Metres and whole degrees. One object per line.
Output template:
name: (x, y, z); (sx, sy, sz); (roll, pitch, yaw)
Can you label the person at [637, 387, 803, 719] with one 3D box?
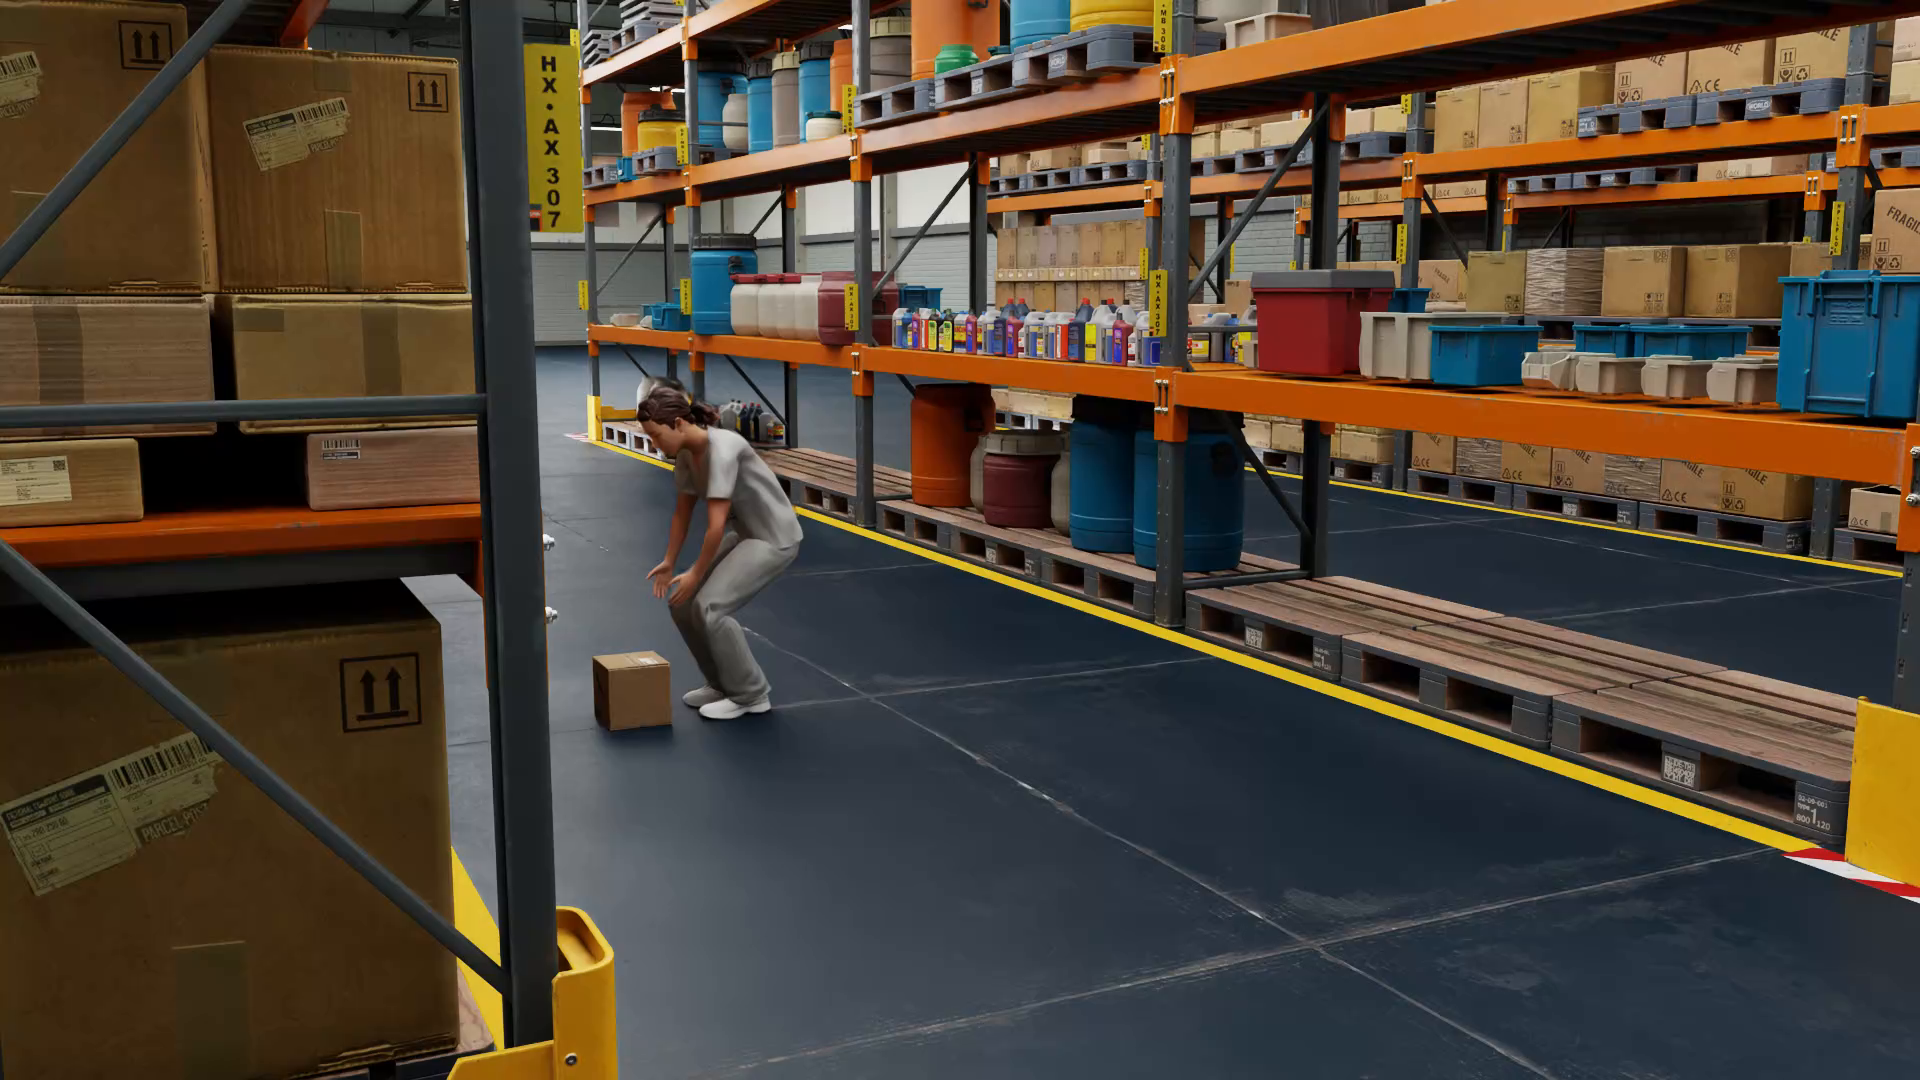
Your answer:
person: (-0.958, 0.046, 6.710); (0.667, 1.333, 0.491); (-4, 10, -26)
